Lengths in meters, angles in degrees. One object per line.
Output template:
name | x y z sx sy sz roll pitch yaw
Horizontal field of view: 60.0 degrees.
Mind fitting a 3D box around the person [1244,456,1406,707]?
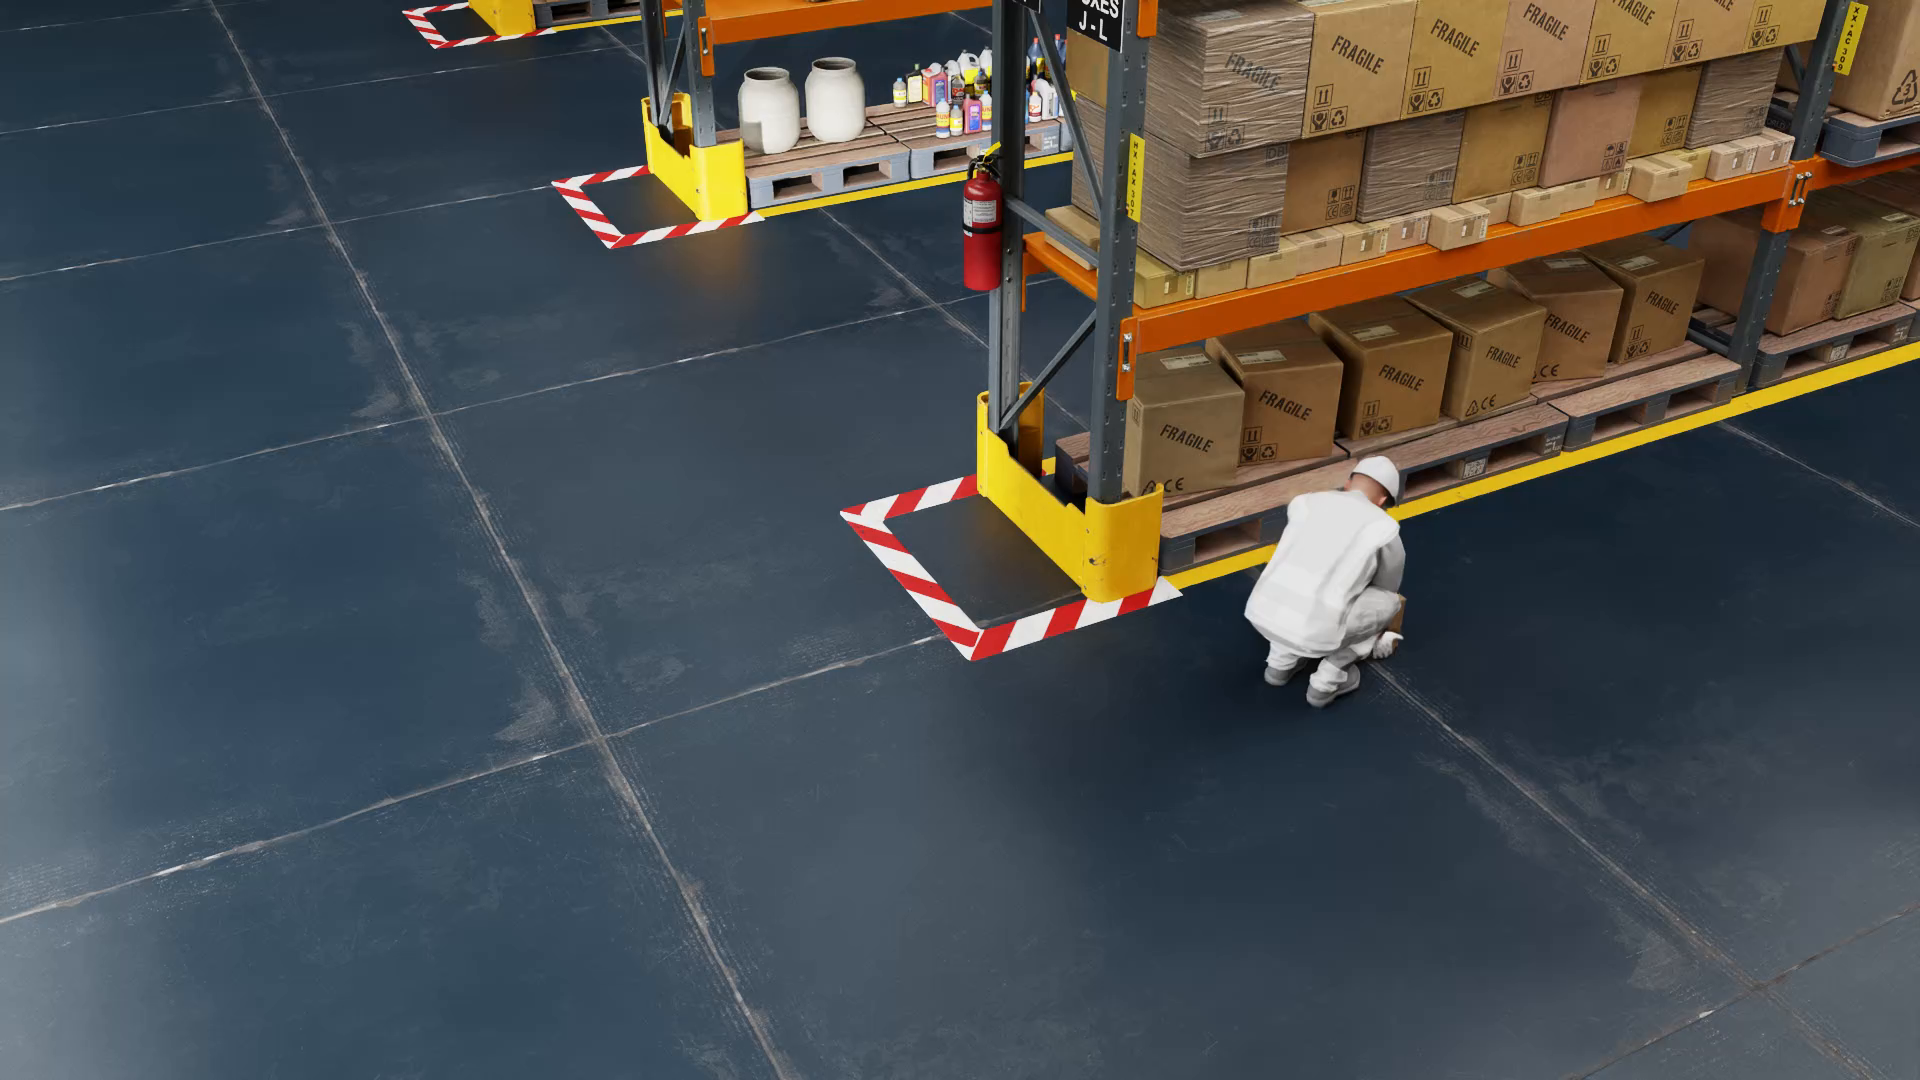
person | 1.496 0.195 6.727 0.556 0.890 0.891 27 41 35
